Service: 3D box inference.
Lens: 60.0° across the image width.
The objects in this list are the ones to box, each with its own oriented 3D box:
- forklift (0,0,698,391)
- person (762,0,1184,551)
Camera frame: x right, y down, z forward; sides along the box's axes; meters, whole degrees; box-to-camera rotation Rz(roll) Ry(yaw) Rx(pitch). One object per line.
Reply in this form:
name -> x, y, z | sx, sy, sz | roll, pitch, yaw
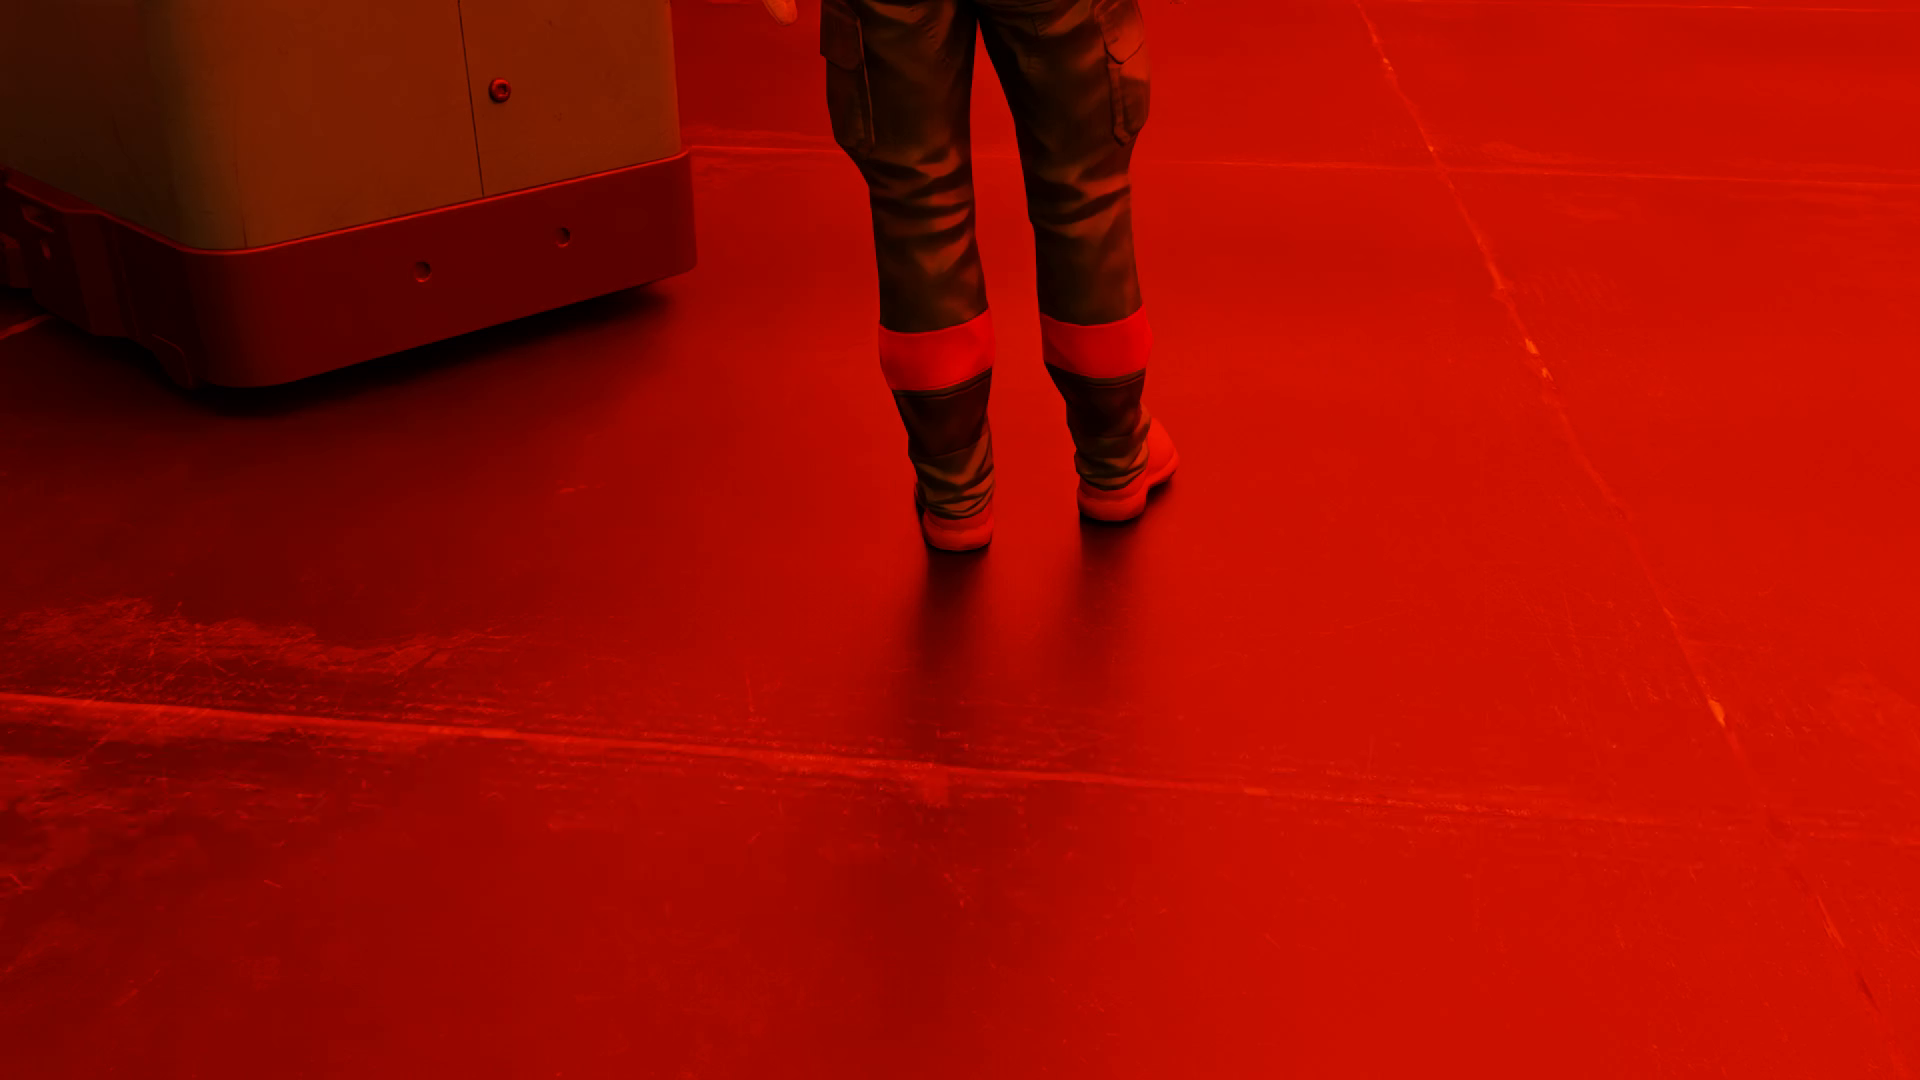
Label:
forklift -> -1.972, -2.122, 3.470 | 3.031, 2.935, 1.130 | 23, 34, 38
person -> 0.022, -0.842, 2.168 | 0.638, 1.790, 0.561 | 3, 27, 7
